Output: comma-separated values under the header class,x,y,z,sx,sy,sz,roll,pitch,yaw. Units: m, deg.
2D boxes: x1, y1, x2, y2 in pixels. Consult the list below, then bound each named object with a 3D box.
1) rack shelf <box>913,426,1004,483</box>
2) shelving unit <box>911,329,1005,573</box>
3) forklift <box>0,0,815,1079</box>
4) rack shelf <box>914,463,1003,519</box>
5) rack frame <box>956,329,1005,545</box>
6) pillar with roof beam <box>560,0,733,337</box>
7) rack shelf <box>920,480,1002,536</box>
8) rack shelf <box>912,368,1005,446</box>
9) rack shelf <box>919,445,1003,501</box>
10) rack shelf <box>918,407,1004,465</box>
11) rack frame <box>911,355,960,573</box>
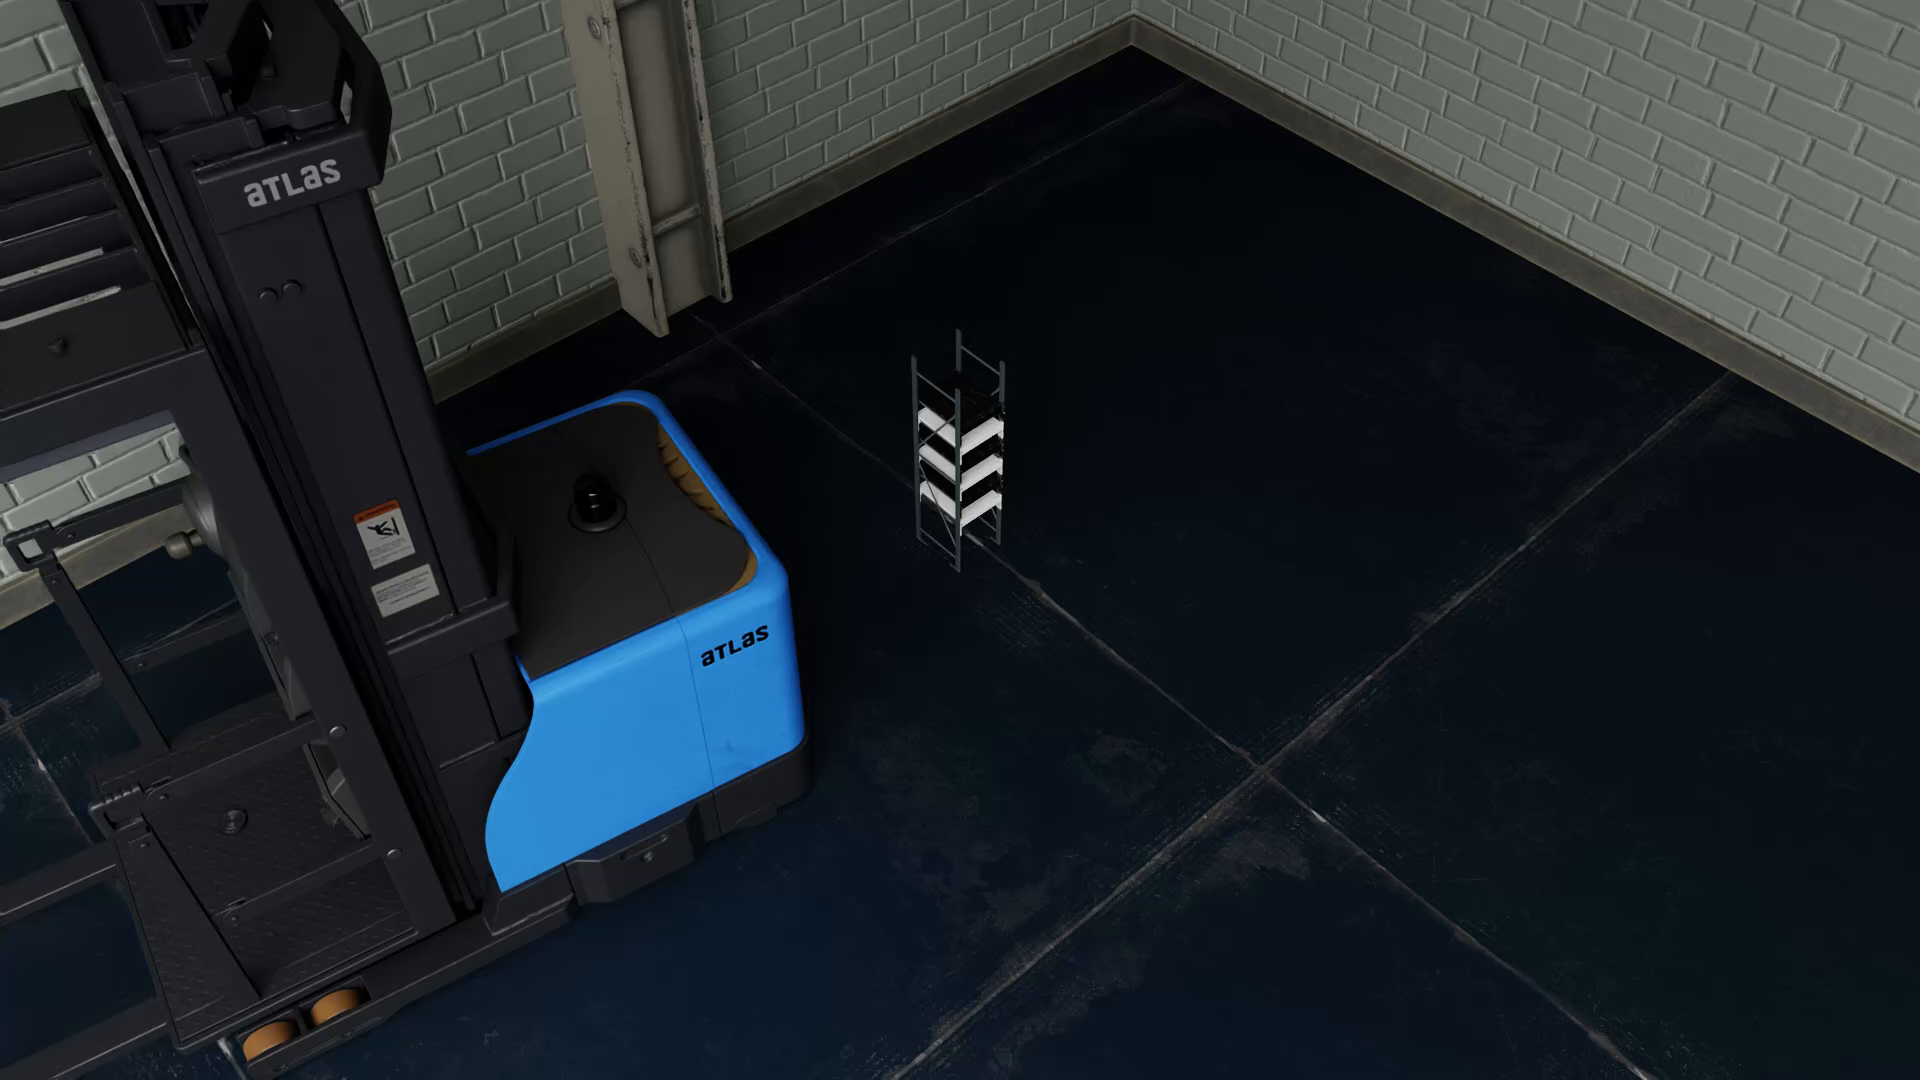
class,x,y,z,sx,sy,sz,roll,pitch,yaw
rack shelf,-0.006,-0.340,5.874,0.200,0.077,0.258,-34,56,-27
shelving unit,-0.006,-0.301,5.916,0.210,0.900,0.258,-34,56,-27
forklift,-1.998,0.108,4.156,3.031,2.935,1.130,-25,52,-21
rack shelf,-0.006,-0.218,6.006,0.200,0.077,0.258,-34,56,-27
rack frame,0.069,-0.351,5.962,0.006,0.900,0.240,-34,56,-27
pillar with roof beam,1.666,-1.747,1.739,0.400,9.000,9.100,-34,56,-27
rack shelf,-0.006,-0.156,6.072,0.200,0.077,0.258,-34,56,-27
rack shelf,-0.006,-0.462,5.742,0.200,0.077,0.258,-34,56,-27
rack shelf,-0.006,-0.279,5.940,0.200,0.077,0.258,-34,56,-27
rack shelf,-0.006,-0.401,5.808,0.200,0.077,0.258,-34,56,-27
rack frame,-0.081,-0.251,5.869,0.006,0.900,0.240,-34,56,-27
